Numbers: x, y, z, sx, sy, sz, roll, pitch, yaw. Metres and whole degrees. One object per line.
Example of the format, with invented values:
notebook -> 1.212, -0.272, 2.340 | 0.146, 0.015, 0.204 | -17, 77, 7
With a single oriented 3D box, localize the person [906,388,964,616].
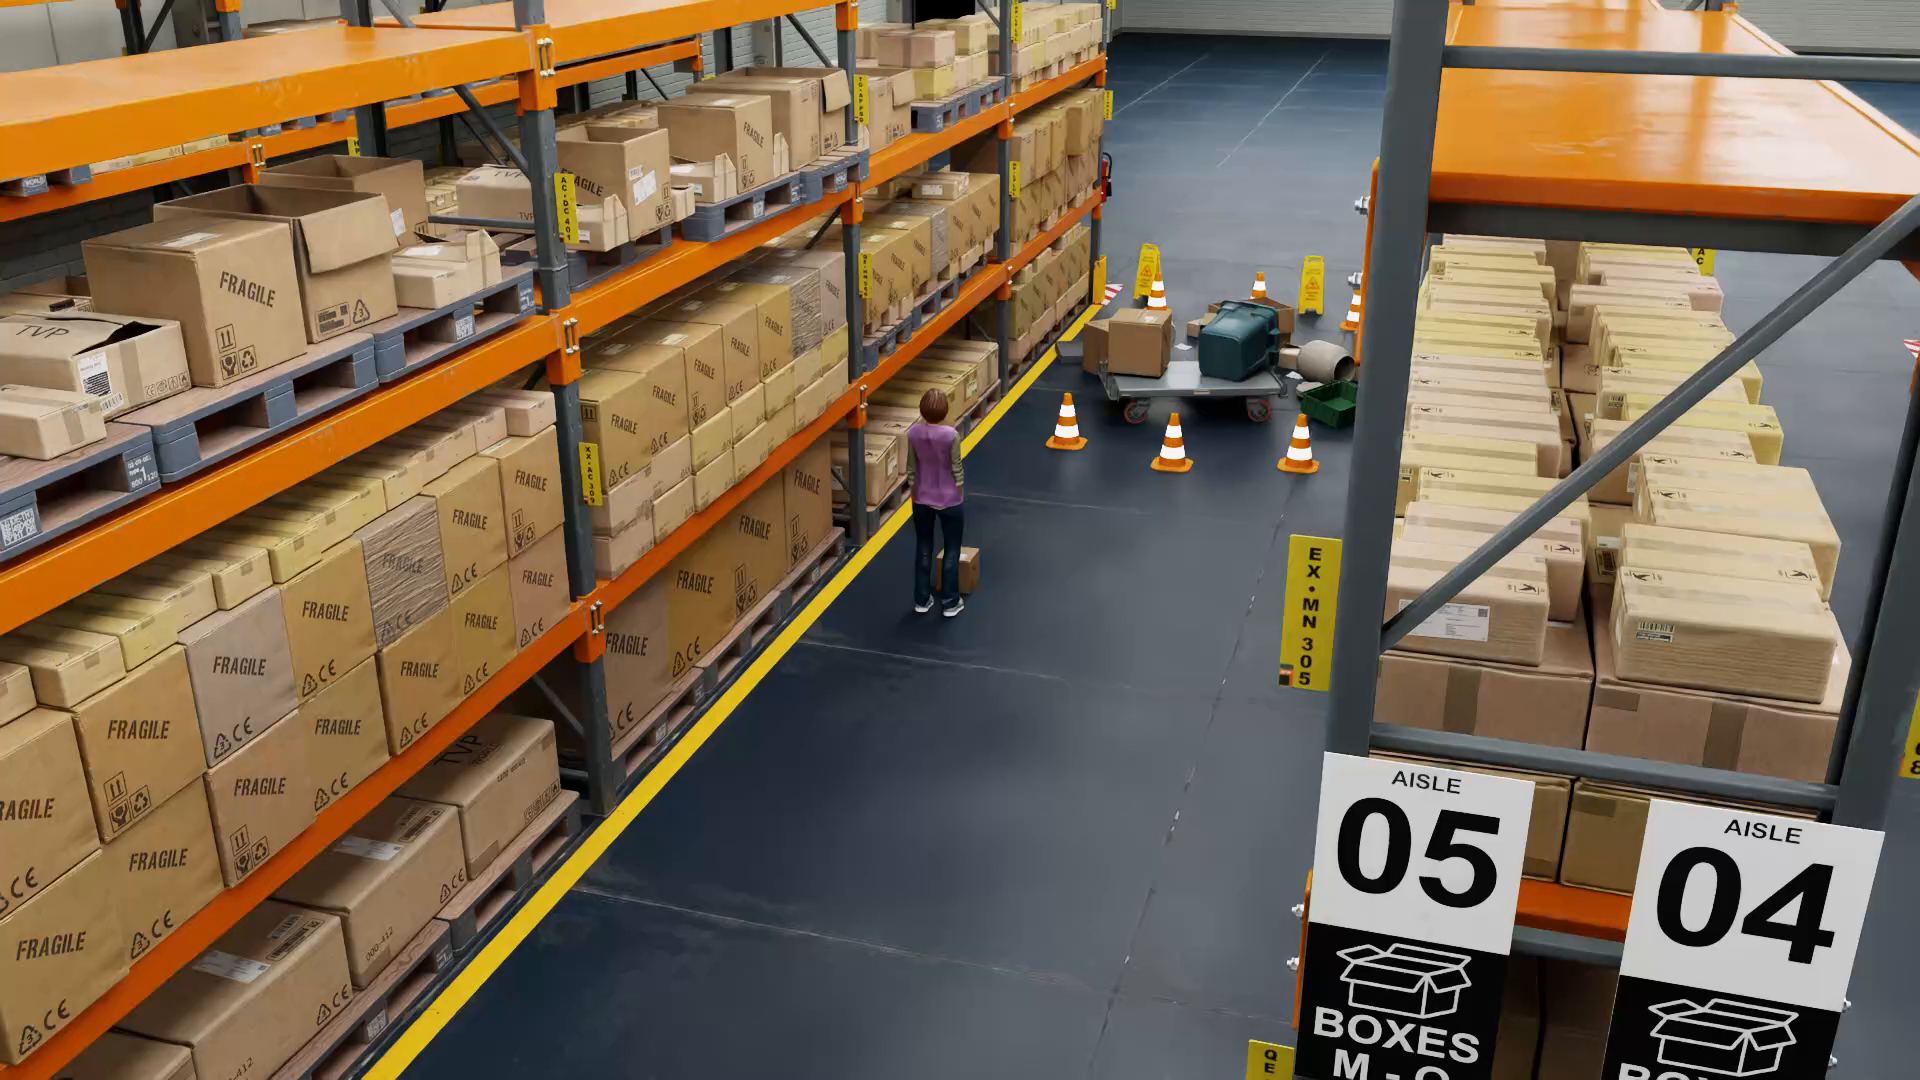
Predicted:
person -> -0.168, -0.251, 11.238 | 0.409, 1.596, 0.301 | 7, 23, 17
